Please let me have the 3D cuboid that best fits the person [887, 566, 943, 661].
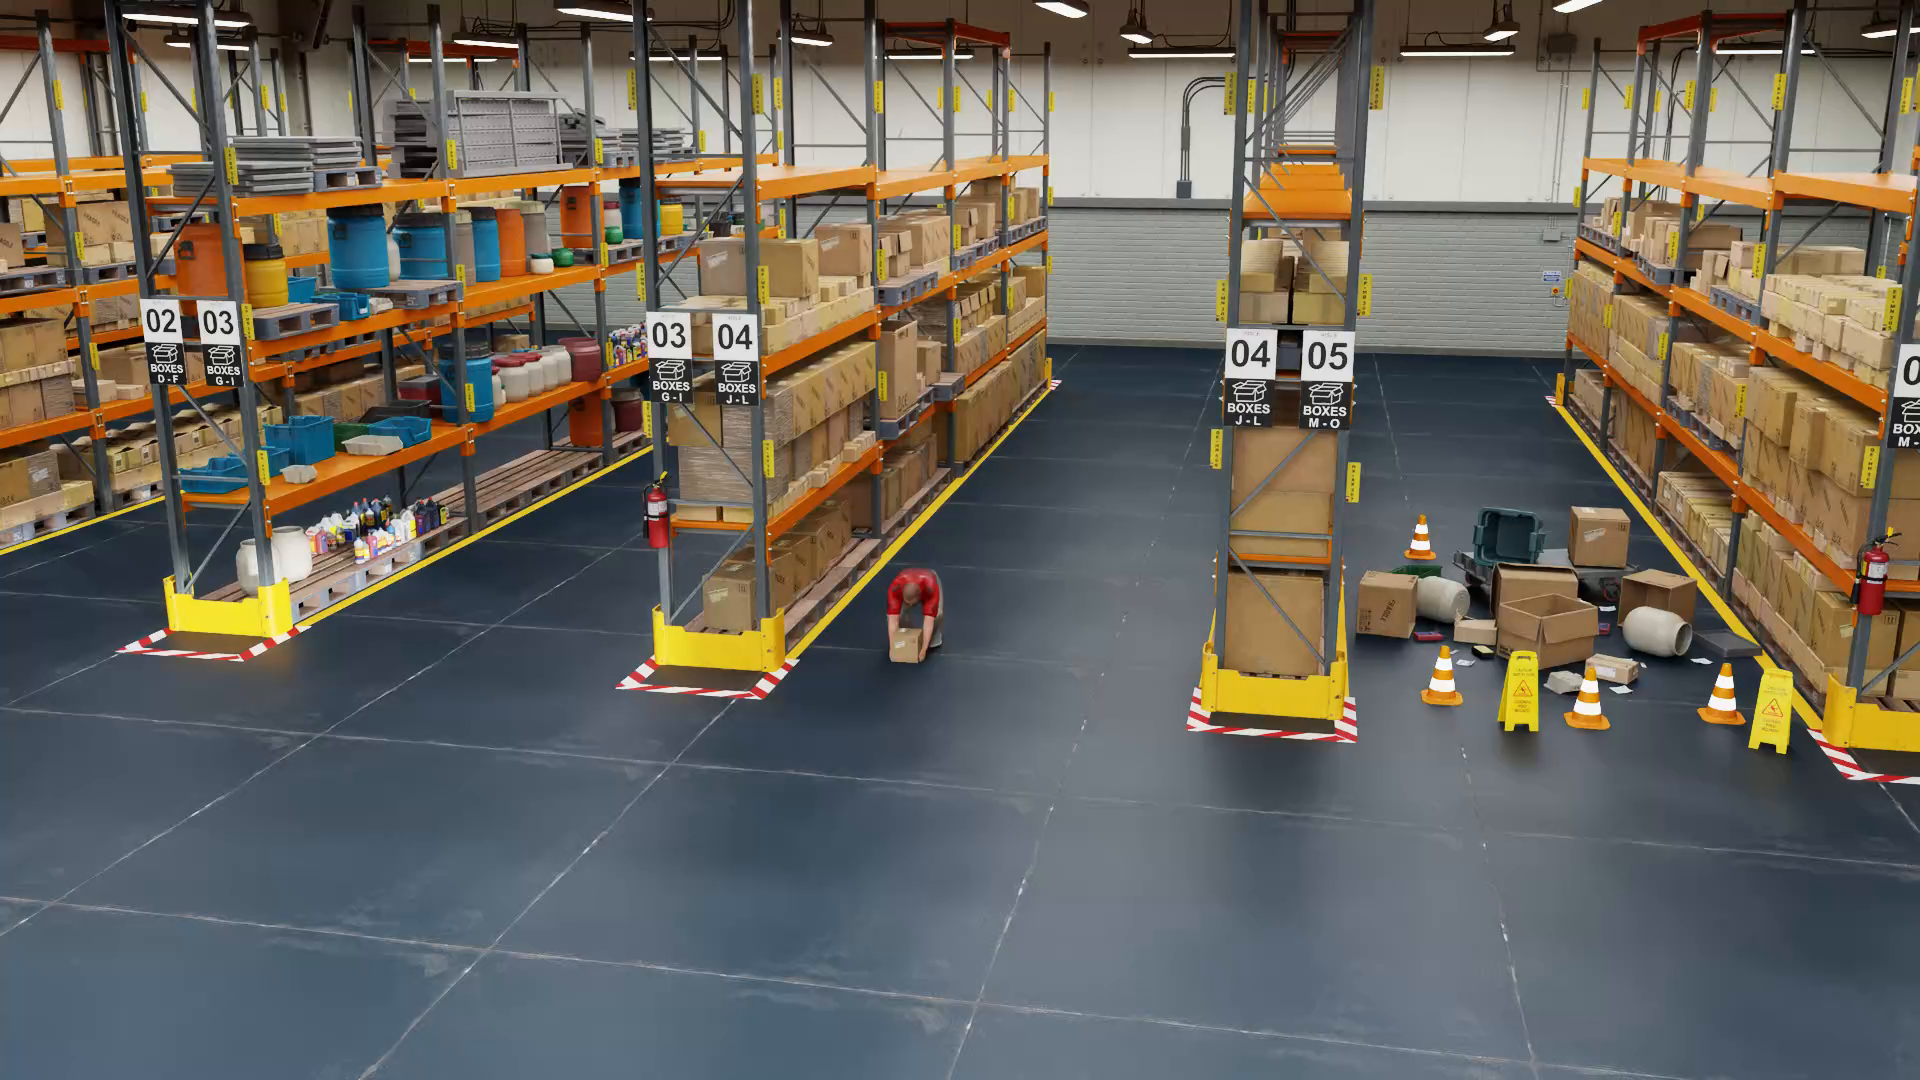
[{"bbox_3d":[-0.412,0.648,15.501,0.528,0.788,0.940,3,15,10],"label":"person"}]
